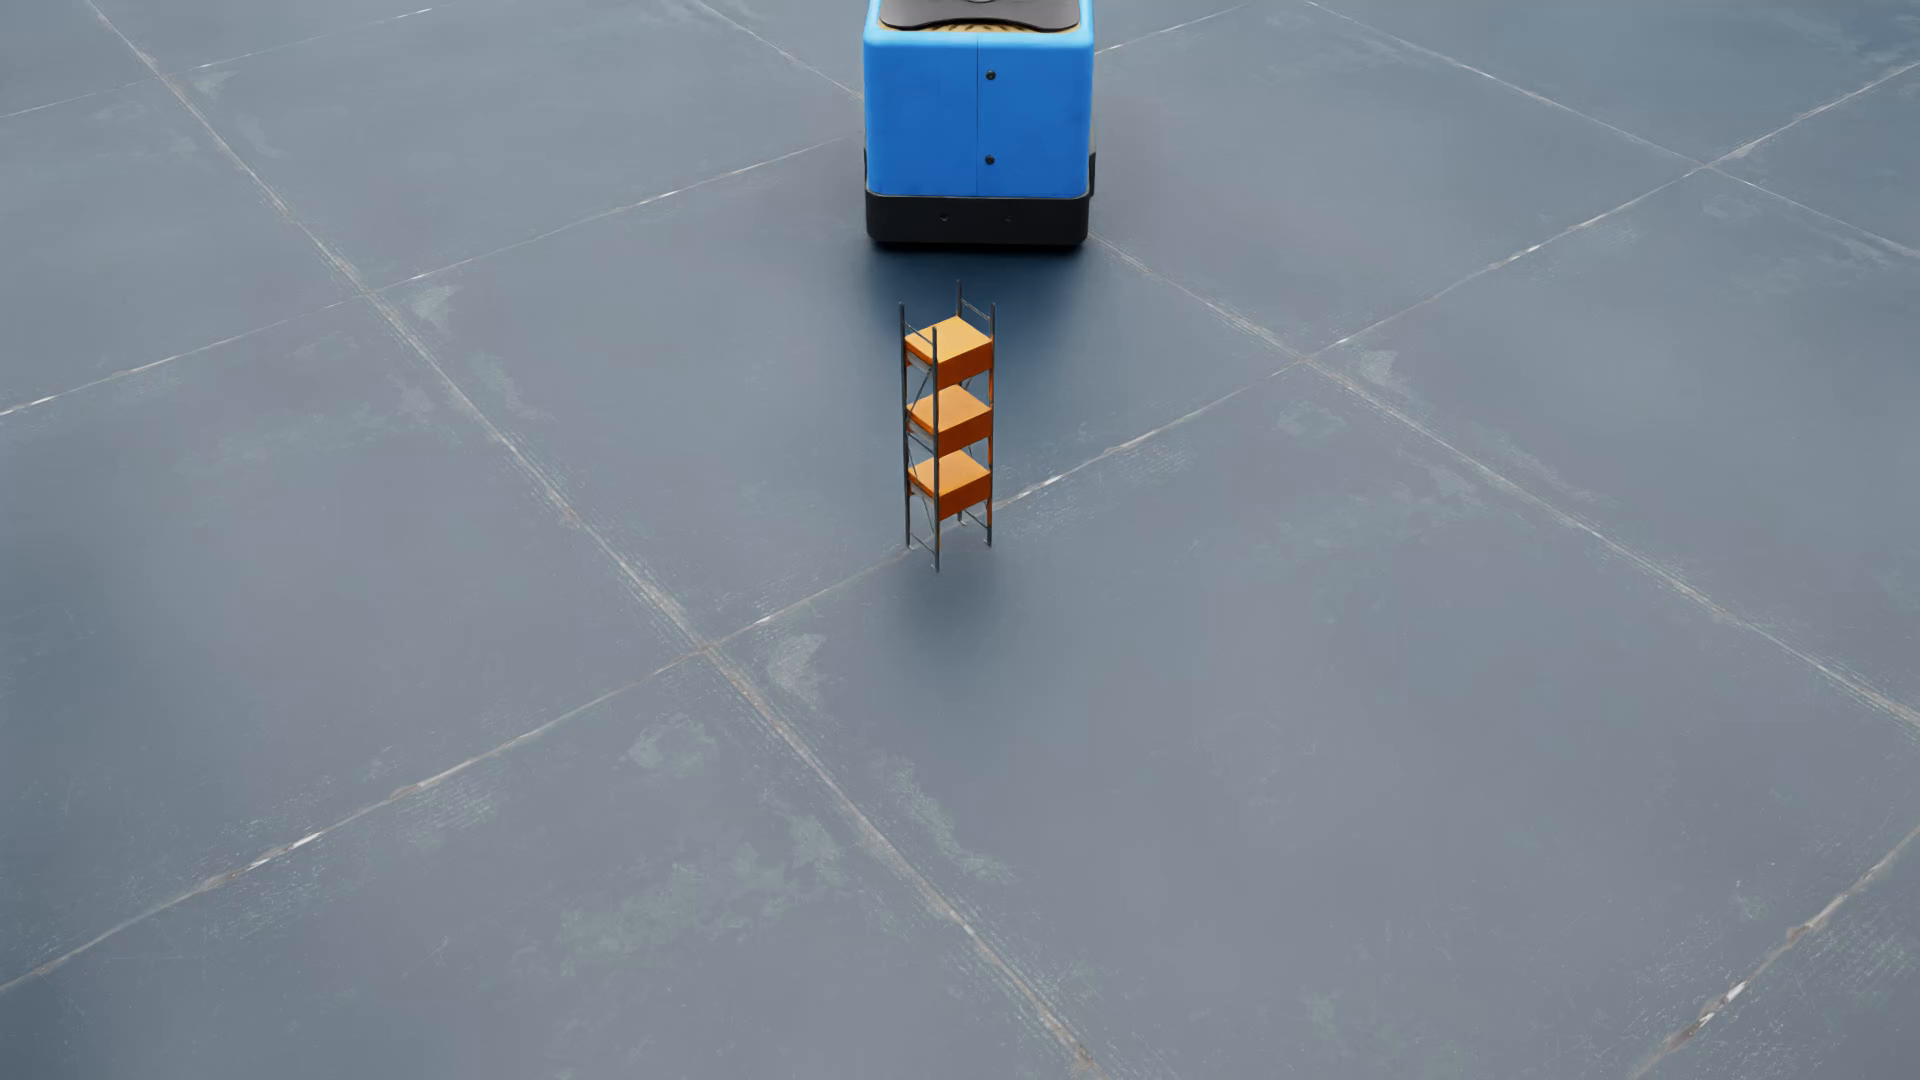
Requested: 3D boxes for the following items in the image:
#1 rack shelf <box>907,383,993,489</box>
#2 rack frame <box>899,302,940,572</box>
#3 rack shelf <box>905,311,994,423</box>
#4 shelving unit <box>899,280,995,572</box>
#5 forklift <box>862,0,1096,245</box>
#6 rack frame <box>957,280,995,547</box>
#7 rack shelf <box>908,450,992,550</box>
[{"bbox_3d":[-0.042,-0.377,5.899,0.240,0.259,0.215,-26,46,-28],"label":"rack shelf"},{"bbox_3d":[-0.139,-0.338,5.834,0.008,1.050,0.200,-26,46,-28],"label":"rack frame"},{"bbox_3d":[-0.042,-0.596,5.719,0.240,0.259,0.215,-26,46,-28],"label":"rack shelf"},{"bbox_3d":[-0.042,-0.385,5.892,0.252,1.050,0.215,-26,46,-28],"label":"shelving unit"},{"bbox_3d":[0.132,-3.434,8.125,1.130,2.935,3.031,1,39,2],"label":"forklift"},{"bbox_3d":[0.054,-0.432,5.949,0.008,1.050,0.200,-26,46,-28],"label":"rack frame"},{"bbox_3d":[-0.042,-0.162,6.075,0.240,0.259,0.215,-26,46,-28],"label":"rack shelf"}]
